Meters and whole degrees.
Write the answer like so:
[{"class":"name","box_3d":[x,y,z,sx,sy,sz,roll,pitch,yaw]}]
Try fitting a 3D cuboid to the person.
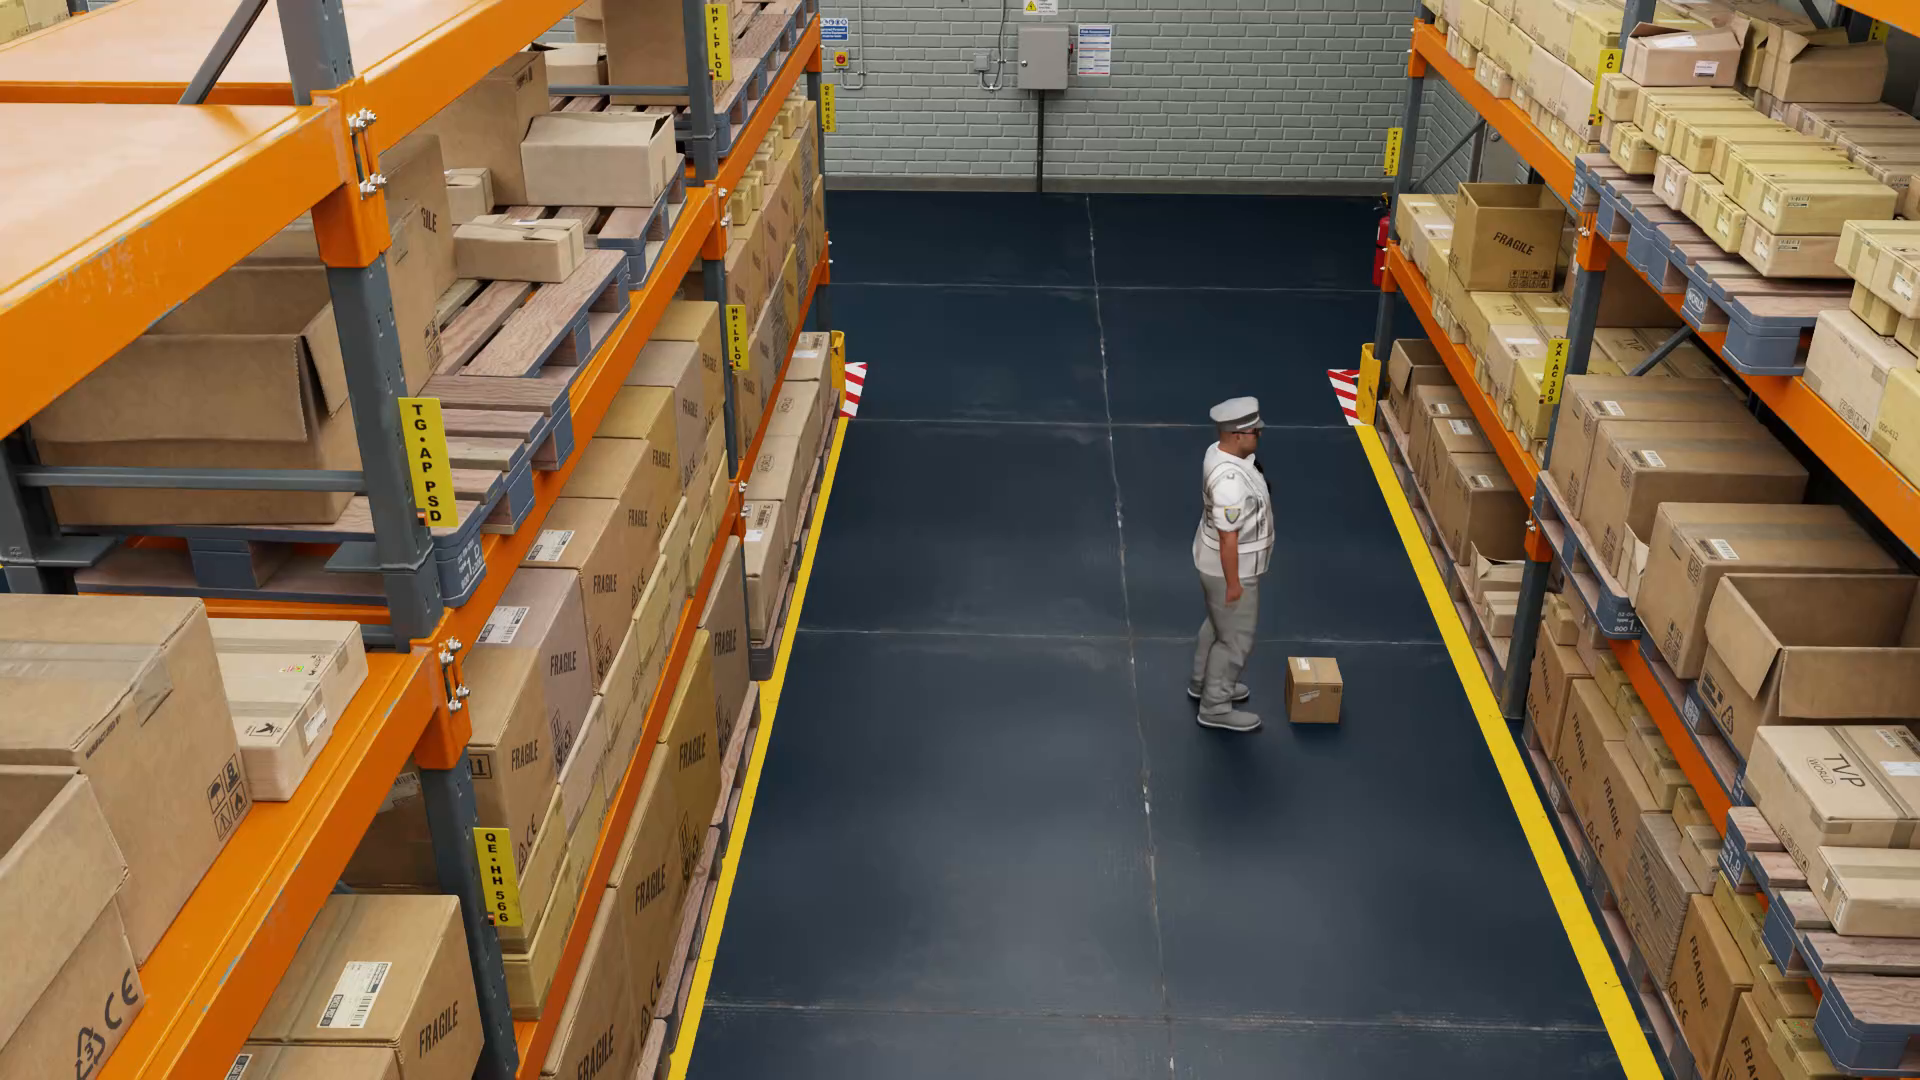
[{"class":"person","box_3d":[1.376,0.107,8.401,0.398,1.762,0.534,2,28,3]}]
